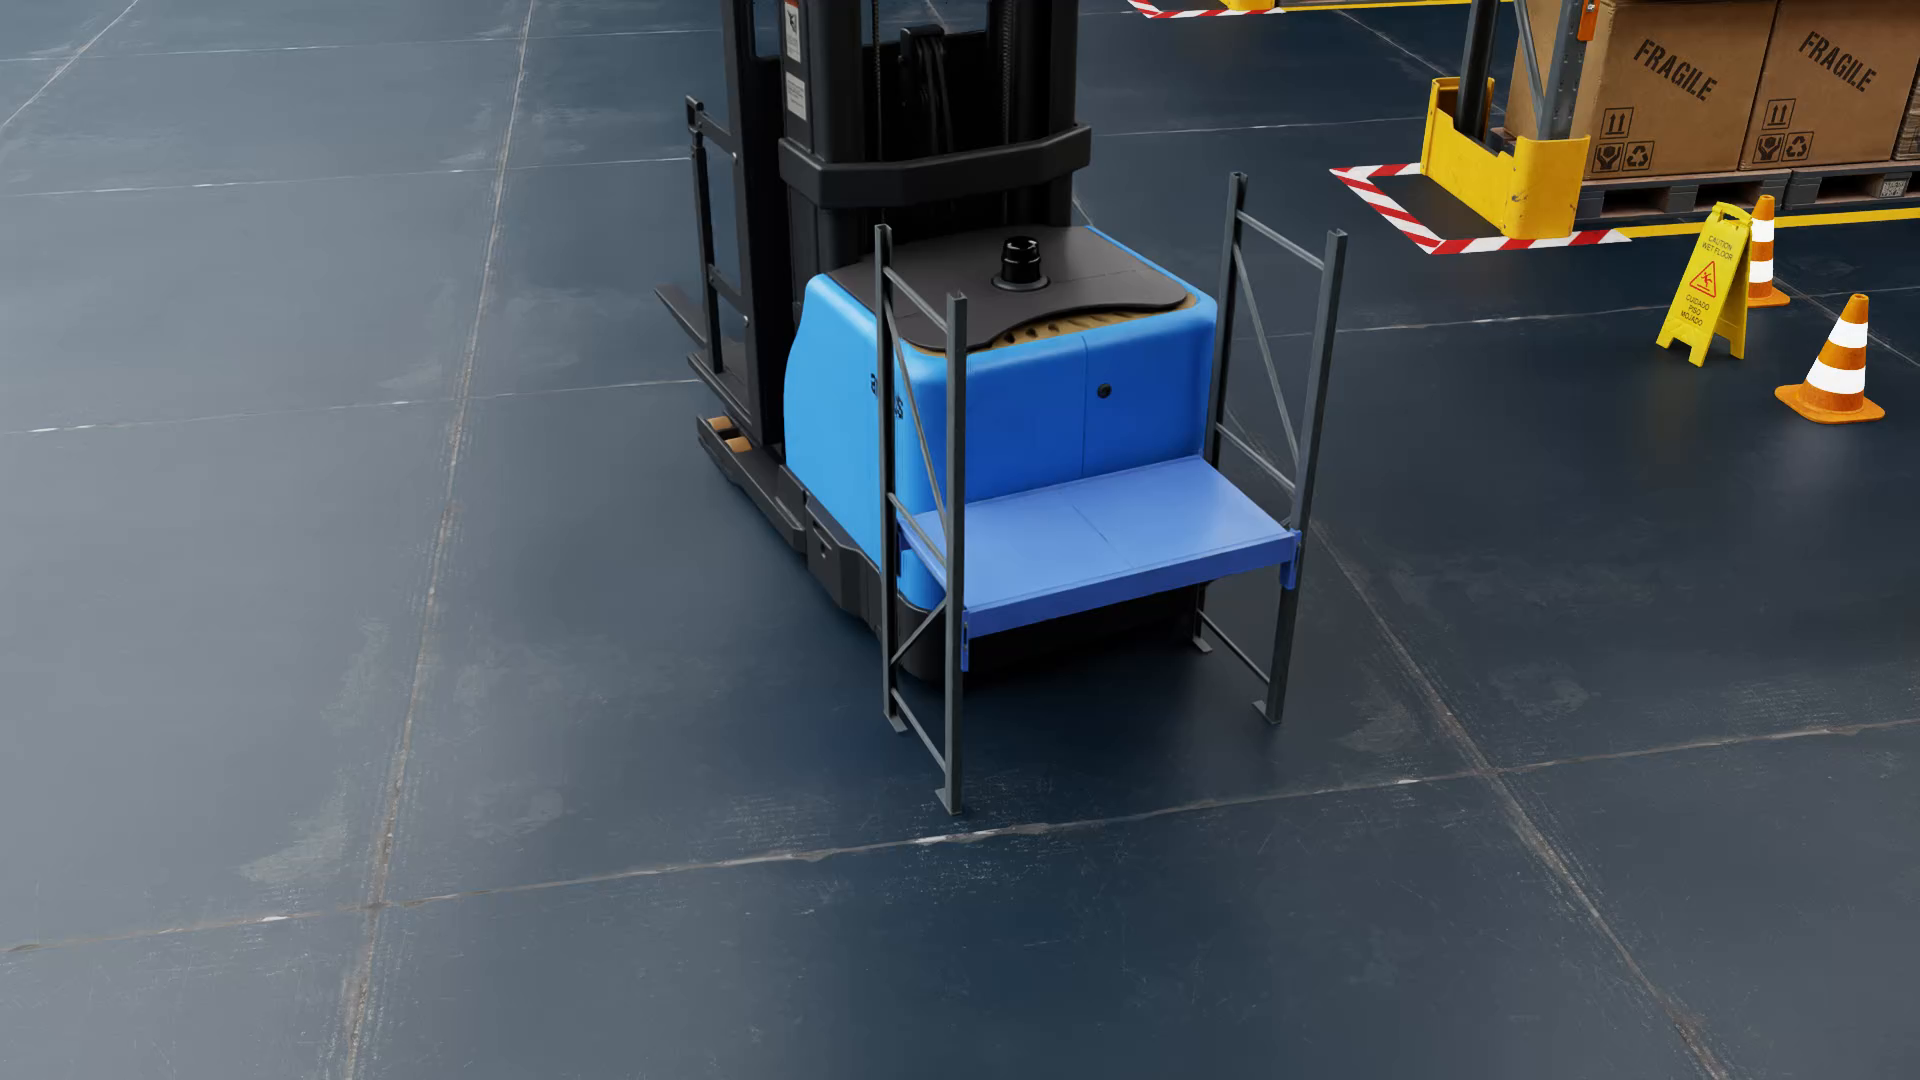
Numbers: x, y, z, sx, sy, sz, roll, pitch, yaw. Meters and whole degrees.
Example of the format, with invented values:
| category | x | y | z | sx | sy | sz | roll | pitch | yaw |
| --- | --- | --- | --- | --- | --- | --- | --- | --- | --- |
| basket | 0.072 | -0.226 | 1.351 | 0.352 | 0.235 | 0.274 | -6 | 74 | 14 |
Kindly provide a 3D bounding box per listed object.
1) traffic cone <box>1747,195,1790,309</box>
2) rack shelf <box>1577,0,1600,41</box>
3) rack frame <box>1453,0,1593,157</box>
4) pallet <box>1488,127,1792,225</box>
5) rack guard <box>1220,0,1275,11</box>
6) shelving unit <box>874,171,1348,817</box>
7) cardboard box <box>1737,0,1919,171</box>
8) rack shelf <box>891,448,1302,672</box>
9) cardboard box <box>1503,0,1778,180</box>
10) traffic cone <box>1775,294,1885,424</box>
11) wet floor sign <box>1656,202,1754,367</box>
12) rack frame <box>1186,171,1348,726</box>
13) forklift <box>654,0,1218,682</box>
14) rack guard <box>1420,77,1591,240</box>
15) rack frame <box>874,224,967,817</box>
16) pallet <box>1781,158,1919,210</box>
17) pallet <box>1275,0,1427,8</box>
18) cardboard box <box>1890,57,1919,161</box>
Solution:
| category | x | y | z | sx | sy | sz | roll | pitch | yaw |
| --- | --- | --- | --- | --- | --- | --- | --- | --- | --- |
| traffic cone | 3.617 | -1.338 | 7.569 | 0.334 | 0.463 | 0.336 | -5 | 31 | -9 |
| rack shelf | 4.807 | -2.963 | 8.540 | 4.000 | 0.370 | 1.077 | -5 | 31 | -9 |
| rack frame | 2.839 | -3.091 | 8.047 | 0.127 | 3.000 | 1.000 | -5 | 31 | -9 |
| pallet | 3.612 | -2.001 | 8.945 | 1.213 | 0.211 | 1.003 | -5 | 31 | -9 |
| rack guard | 2.120 | -4.503 | 12.914 | 0.348 | 0.500 | 1.175 | -5 | 31 | -9 |
| shelving unit | 0.363 | -0.120 | 4.464 | 1.048 | 1.500 | 0.538 | -12 | 34 | -20 |
| cardboard box | 4.360 | -2.532 | 8.779 | 0.875 | 0.875 | 0.875 | -6 | 31 | -10 |
| rack shelf | 0.361 | 0.033 | 4.558 | 1.000 | 0.185 | 0.538 | -12 | 34 | -20 |
| cardboard box | 3.494 | -2.451 | 8.641 | 0.875 | 0.875 | 0.875 | -5 | 31 | -9 |
| traffic cone | 3.487 | -0.744 | 6.558 | 0.334 | 0.463 | 0.336 | -5 | 31 | -9 |
| wet floor sign | 3.167 | -1.086 | 6.961 | 0.232 | 0.644 | 0.267 | -11 | 32 | -17 |
| rack frame | 0.829 | -0.223 | 4.640 | 0.032 | 1.500 | 0.500 | -12 | 34 | -20 |
| forklift | -0.332 | -1.568 | 5.525 | 1.130 | 2.935 | 3.031 | -15 | 33 | -23 |
| rack guard | 2.816 | -2.011 | 8.677 | 0.348 | 0.500 | 1.175 | -5 | 31 | -9 |
| rack frame | -0.103 | -0.017 | 4.289 | 0.032 | 1.500 | 0.500 | -12 | 34 | -20 |
| pallet | 4.809 | -2.111 | 9.131 | 1.213 | 0.211 | 1.003 | -5 | 31 | -9 |
| pallet | 2.926 | -4.435 | 13.084 | 1.213 | 0.211 | 1.003 | -5 | 31 | -9 |
| cardboard box | 5.257 | -2.615 | 8.919 | 0.875 | 0.875 | 0.875 | -5 | 31 | -9 |
